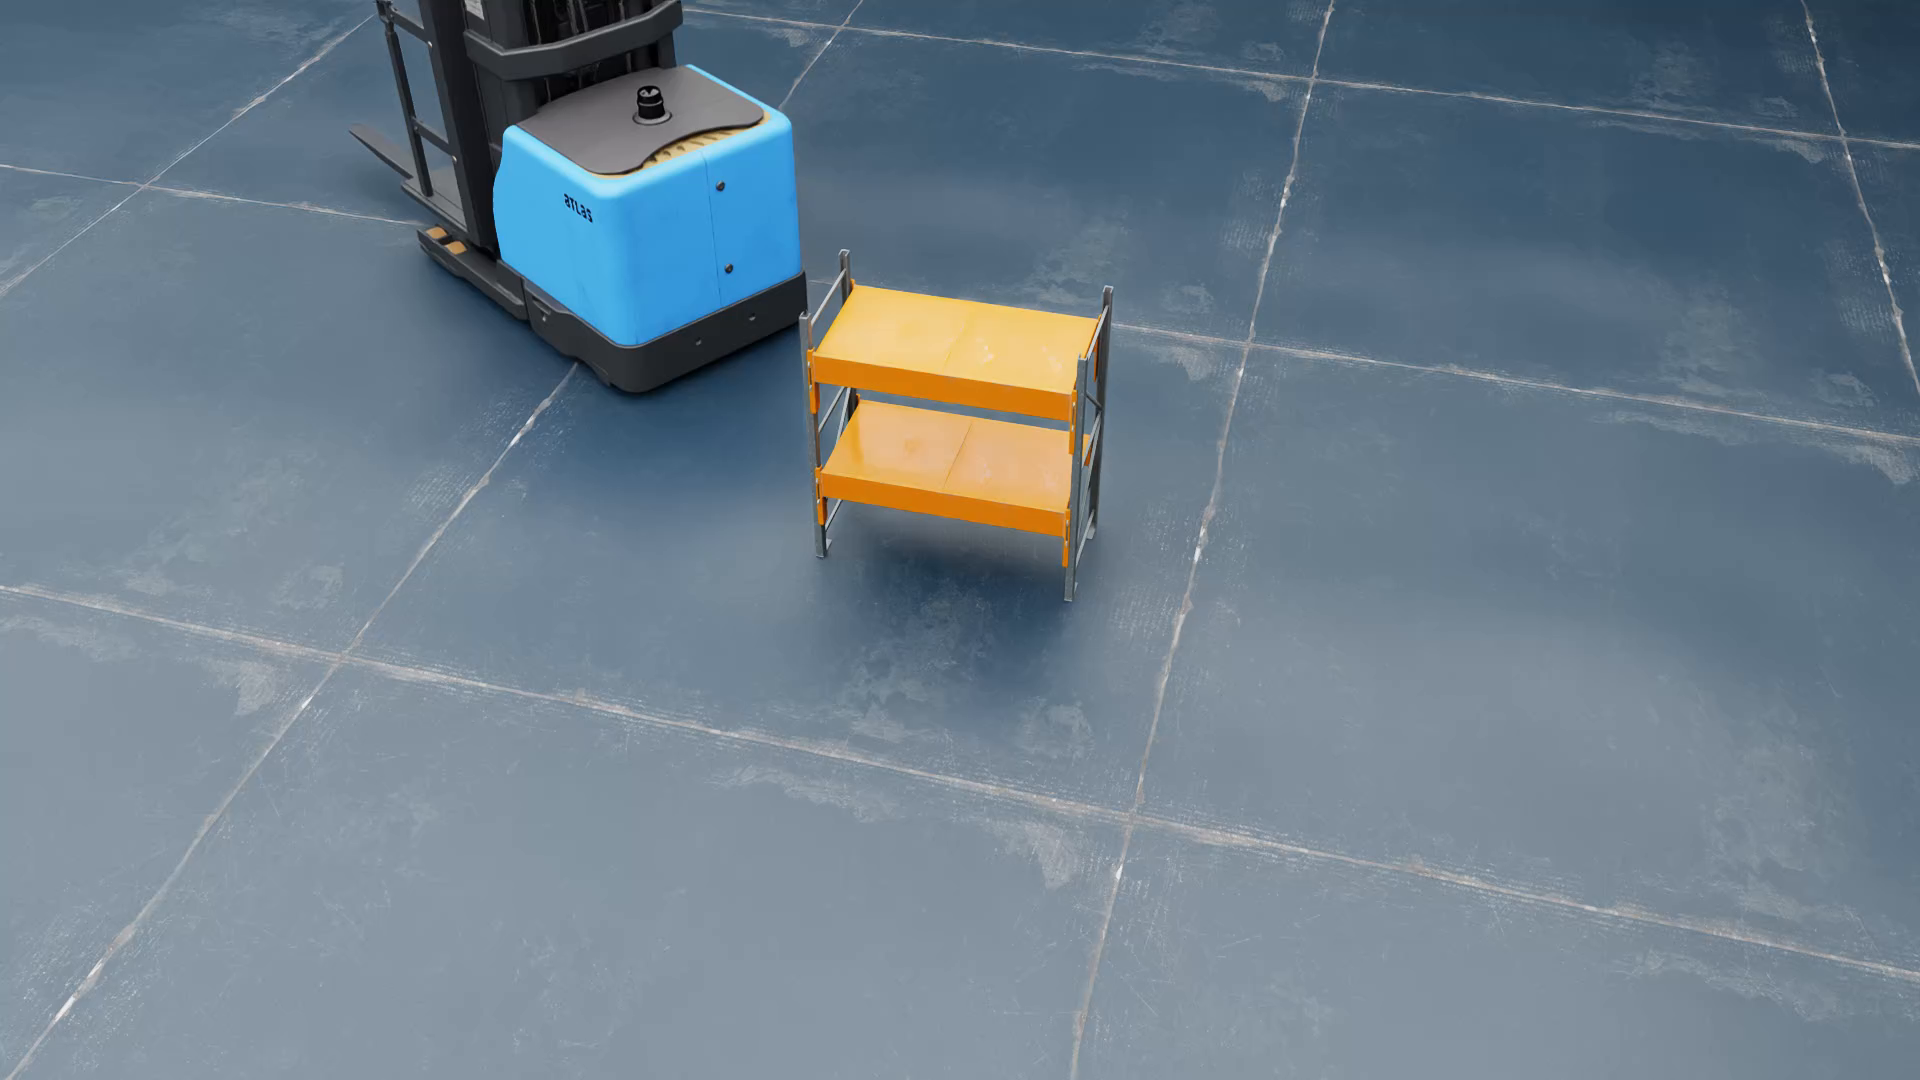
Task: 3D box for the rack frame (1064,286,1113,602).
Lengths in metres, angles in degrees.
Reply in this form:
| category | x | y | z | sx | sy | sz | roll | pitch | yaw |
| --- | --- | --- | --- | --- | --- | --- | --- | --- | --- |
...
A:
| category | x | y | z | sx | sy | sz | roll | pitch | yaw |
| --- | --- | --- | --- | --- | --- | --- | --- | --- | --- |
| rack frame | 0.485 | -0.347 | 6.289 | 0.032 | 1.125 | 0.500 | 10 | 41 | 11 |

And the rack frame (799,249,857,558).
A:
| category | x | y | z | sx | sy | sz | roll | pitch | yaw |
| --- | --- | --- | --- | --- | --- | --- | --- | --- | --- |
| rack frame | -0.498 | -0.516 | 6.490 | 0.032 | 1.125 | 0.500 | 10 | 41 | 11 |

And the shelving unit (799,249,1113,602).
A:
| category | x | y | z | sx | sy | sz | roll | pitch | yaw |
| --- | --- | --- | --- | --- | --- | --- | --- | --- | --- |
| shelving unit | -0.007 | -0.432 | 6.390 | 1.048 | 1.125 | 0.538 | 10 | 41 | 11 |

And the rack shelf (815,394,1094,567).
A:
| category | x | y | z | sx | sy | sz | roll | pitch | yaw |
| --- | --- | --- | --- | --- | --- | --- | --- | --- | --- |
| rack shelf | -0.007 | -0.245 | 6.547 | 1.000 | 0.278 | 0.538 | 10 | 41 | 11 |

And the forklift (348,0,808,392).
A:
| category | x | y | z | sx | sy | sz | roll | pitch | yaw |
| --- | --- | --- | --- | --- | --- | --- | --- | --- | --- |
| forklift | -2.088 | -2.644 | 7.619 | 1.130 | 2.935 | 3.031 | -30 | 49 | -31 |

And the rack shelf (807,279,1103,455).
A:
| category | x | y | z | sx | sy | sz | roll | pitch | yaw |
| --- | --- | --- | --- | --- | --- | --- | --- | --- | --- |
| rack shelf | -0.007 | -0.656 | 6.201 | 1.000 | 0.278 | 0.538 | 10 | 41 | 11 |
